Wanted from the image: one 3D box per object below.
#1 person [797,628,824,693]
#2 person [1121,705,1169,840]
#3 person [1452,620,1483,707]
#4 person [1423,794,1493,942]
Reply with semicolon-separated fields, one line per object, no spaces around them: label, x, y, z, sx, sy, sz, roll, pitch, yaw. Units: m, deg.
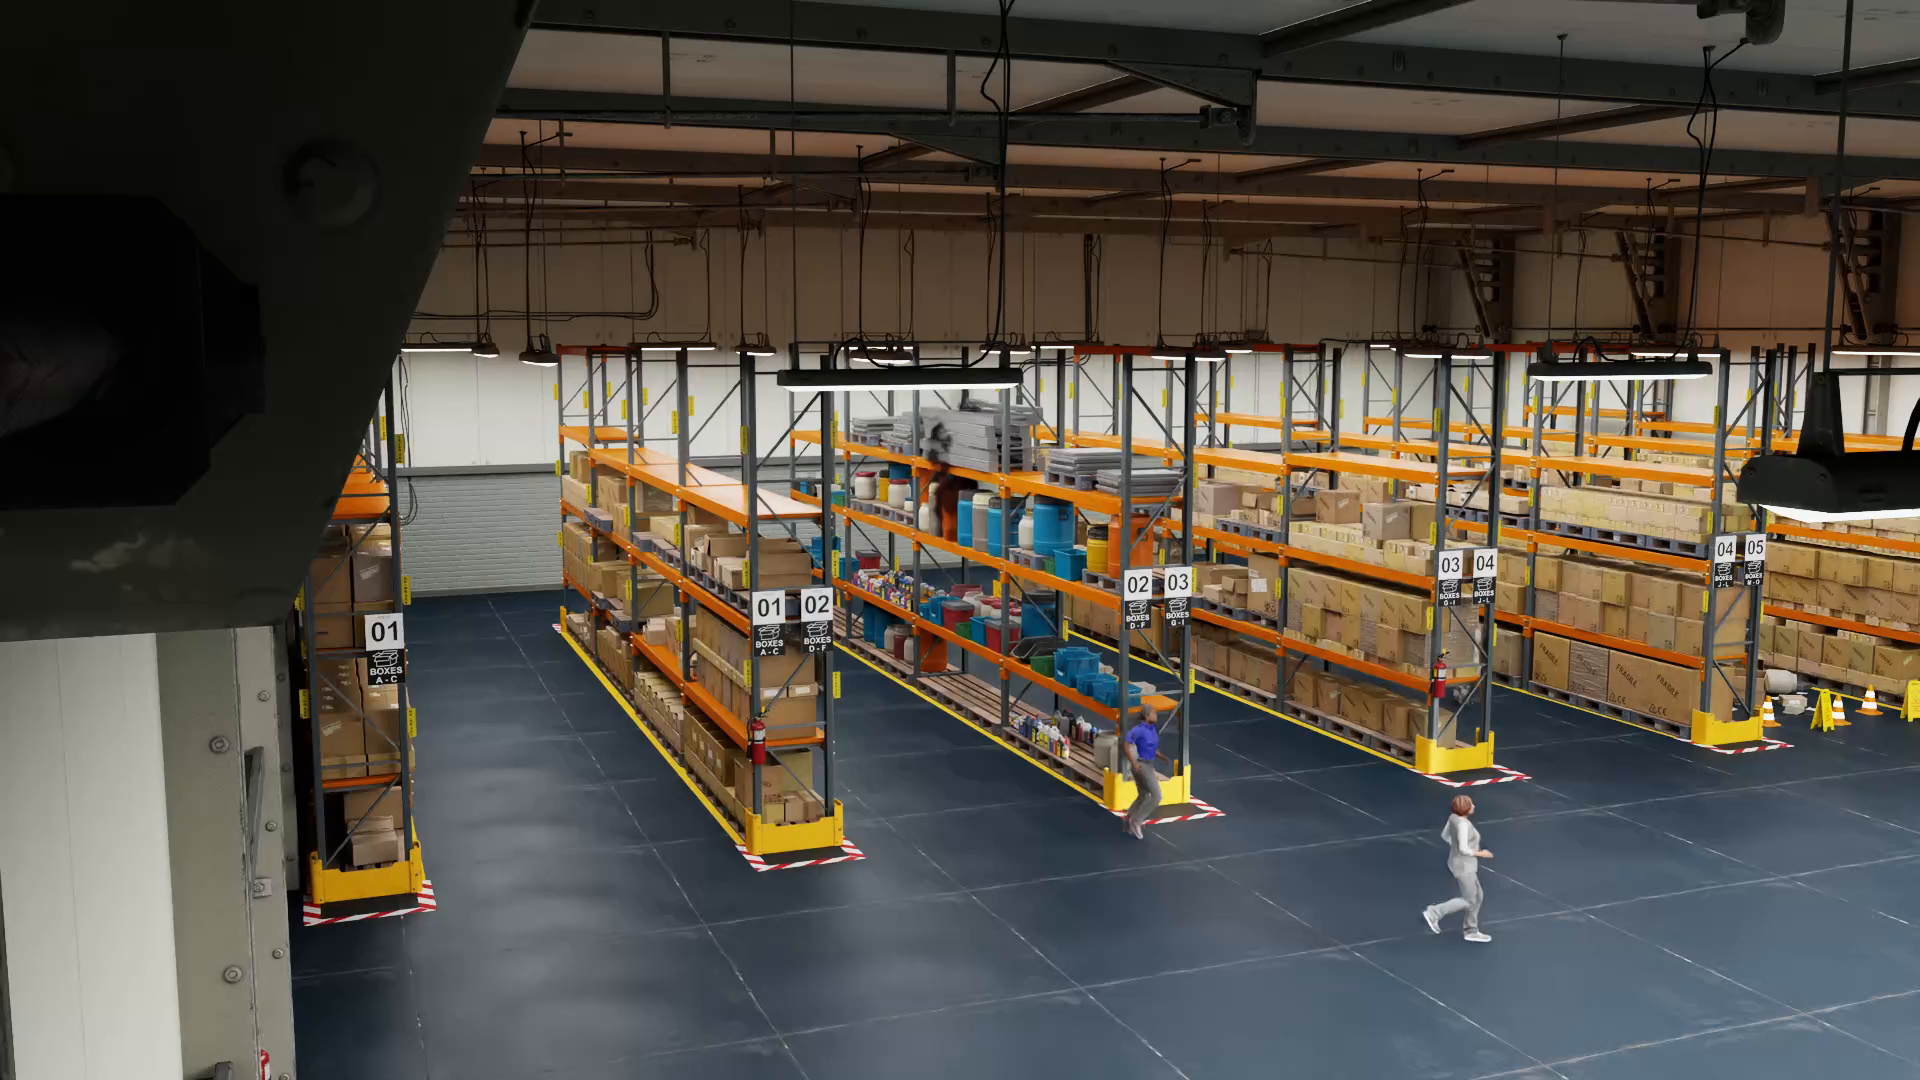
person;-2.632;1.741;29.212;0.690;1.771;1.042;-4;8;-27
person;2.339;2.896;20.842;0.569;1.625;0.624;3;8;22
person;8.569;1.905;27.901;0.641;1.785;0.701;-6;9;-39
person;5.149;3.386;17.172;0.719;1.558;0.548;0;7;4
